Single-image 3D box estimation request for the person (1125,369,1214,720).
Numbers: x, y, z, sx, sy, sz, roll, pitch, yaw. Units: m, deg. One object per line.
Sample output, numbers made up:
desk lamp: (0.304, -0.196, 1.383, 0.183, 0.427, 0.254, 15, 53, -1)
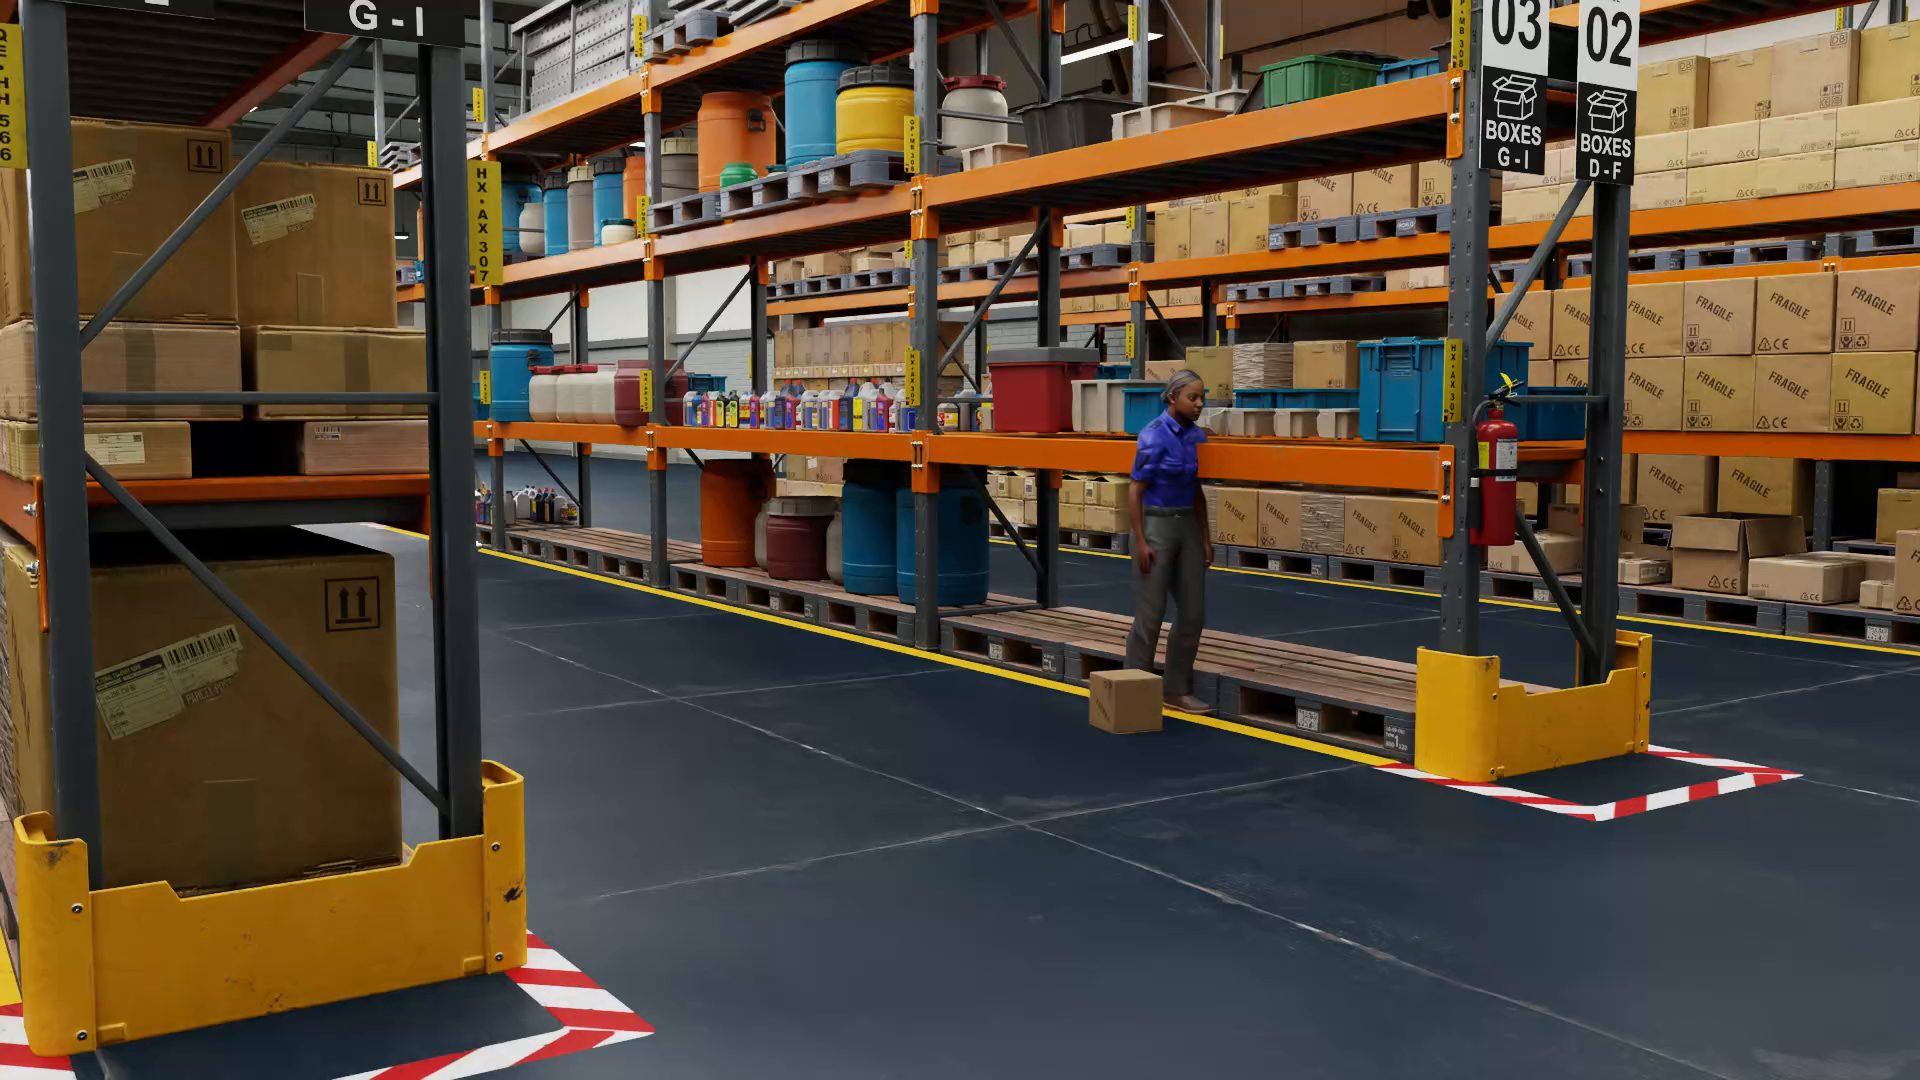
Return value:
person: (1.001, 0.013, 7.952, 0.534, 1.655, 0.347, -4, 6, -37)
